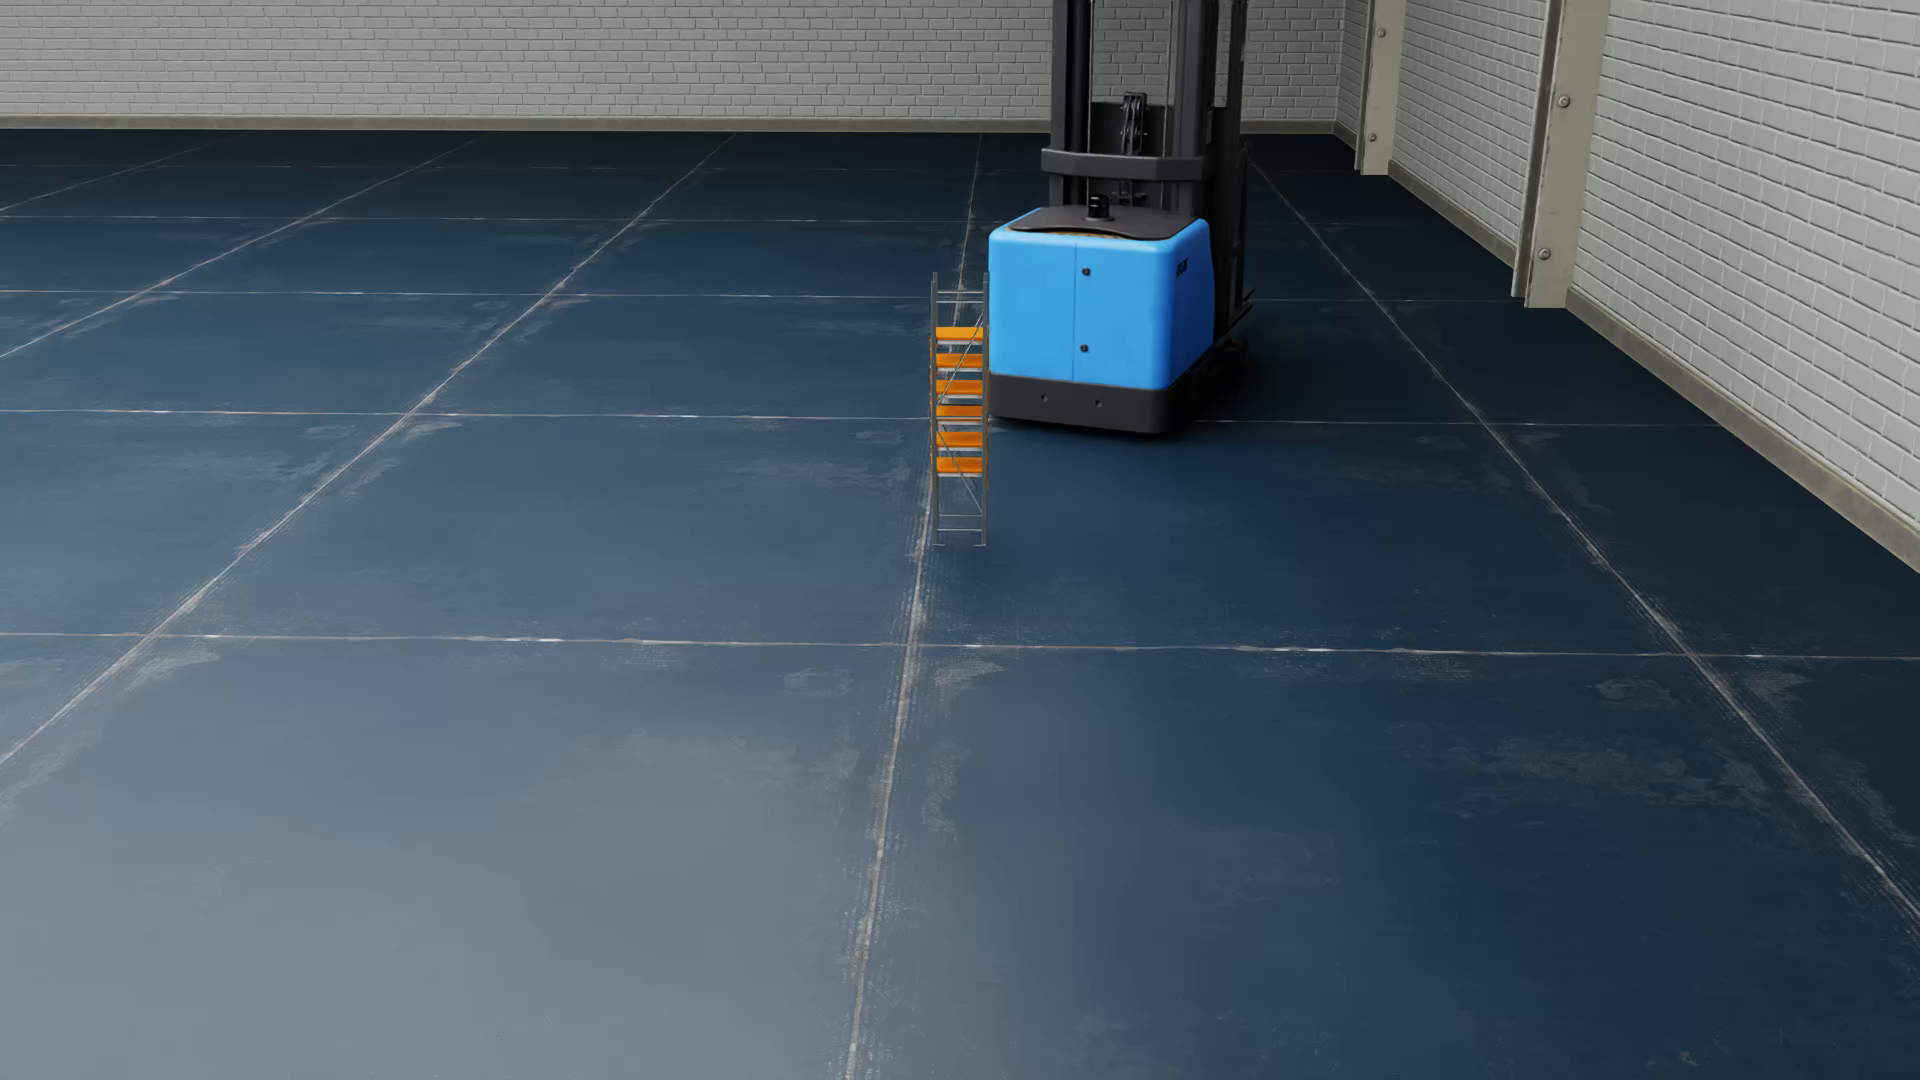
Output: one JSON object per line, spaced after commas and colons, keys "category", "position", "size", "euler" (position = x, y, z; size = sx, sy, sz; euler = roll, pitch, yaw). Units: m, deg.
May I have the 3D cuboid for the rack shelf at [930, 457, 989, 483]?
{"category": "rack shelf", "position": [0.000, -0.299, 7.428], "size": [0.258, 0.103, 0.180], "euler": [1, 21, 2]}

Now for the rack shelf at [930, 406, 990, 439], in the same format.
{"category": "rack shelf", "position": [0.000, -0.523, 7.341], "size": [0.258, 0.103, 0.180], "euler": [1, 21, 2]}

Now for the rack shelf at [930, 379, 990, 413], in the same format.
{"category": "rack shelf", "position": [0.000, -0.635, 7.298], "size": [0.258, 0.103, 0.180], "euler": [1, 21, 2]}

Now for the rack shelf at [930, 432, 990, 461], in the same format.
{"category": "rack shelf", "position": [0.000, -0.411, 7.385], "size": [0.258, 0.103, 0.180], "euler": [1, 21, 2]}

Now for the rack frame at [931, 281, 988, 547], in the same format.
{"category": "rack frame", "position": [-0.002, -0.532, 7.240], "size": [0.240, 1.200, 0.006], "euler": [1, 21, 2]}

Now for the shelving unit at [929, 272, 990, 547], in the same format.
{"category": "shelving unit", "position": [0.000, -0.565, 7.325], "size": [0.258, 1.200, 0.189], "euler": [1, 21, 2]}

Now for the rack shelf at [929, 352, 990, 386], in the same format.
{"category": "rack shelf", "position": [0.000, -0.747, 7.255], "size": [0.258, 0.103, 0.180], "euler": [1, 21, 2]}

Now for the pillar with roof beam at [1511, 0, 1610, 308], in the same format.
{"category": "pillar with roof beam", "position": [-0.137, -5.957, 10.442], "size": [9.100, 9.000, 0.400], "euler": [1, 21, 2]}

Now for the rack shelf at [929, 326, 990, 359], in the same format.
{"category": "rack shelf", "position": [0.000, -0.859, 7.211], "size": [0.258, 0.103, 0.180], "euler": [1, 21, 2]}

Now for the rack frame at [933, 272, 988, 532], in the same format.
{"category": "rack frame", "position": [0.003, -0.598, 7.411], "size": [0.240, 1.200, 0.006], "euler": [1, 21, 2]}

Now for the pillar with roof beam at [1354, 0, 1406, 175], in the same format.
{"category": "pillar with roof beam", "position": [0.046, -8.126, 16.033], "size": [9.100, 9.000, 0.400], "euler": [1, 21, 2]}

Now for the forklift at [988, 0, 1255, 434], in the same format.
{"category": "forklift", "position": [1.146, -2.427, 9.731], "size": [1.130, 2.935, 3.031], "euler": [8, 23, 20]}
